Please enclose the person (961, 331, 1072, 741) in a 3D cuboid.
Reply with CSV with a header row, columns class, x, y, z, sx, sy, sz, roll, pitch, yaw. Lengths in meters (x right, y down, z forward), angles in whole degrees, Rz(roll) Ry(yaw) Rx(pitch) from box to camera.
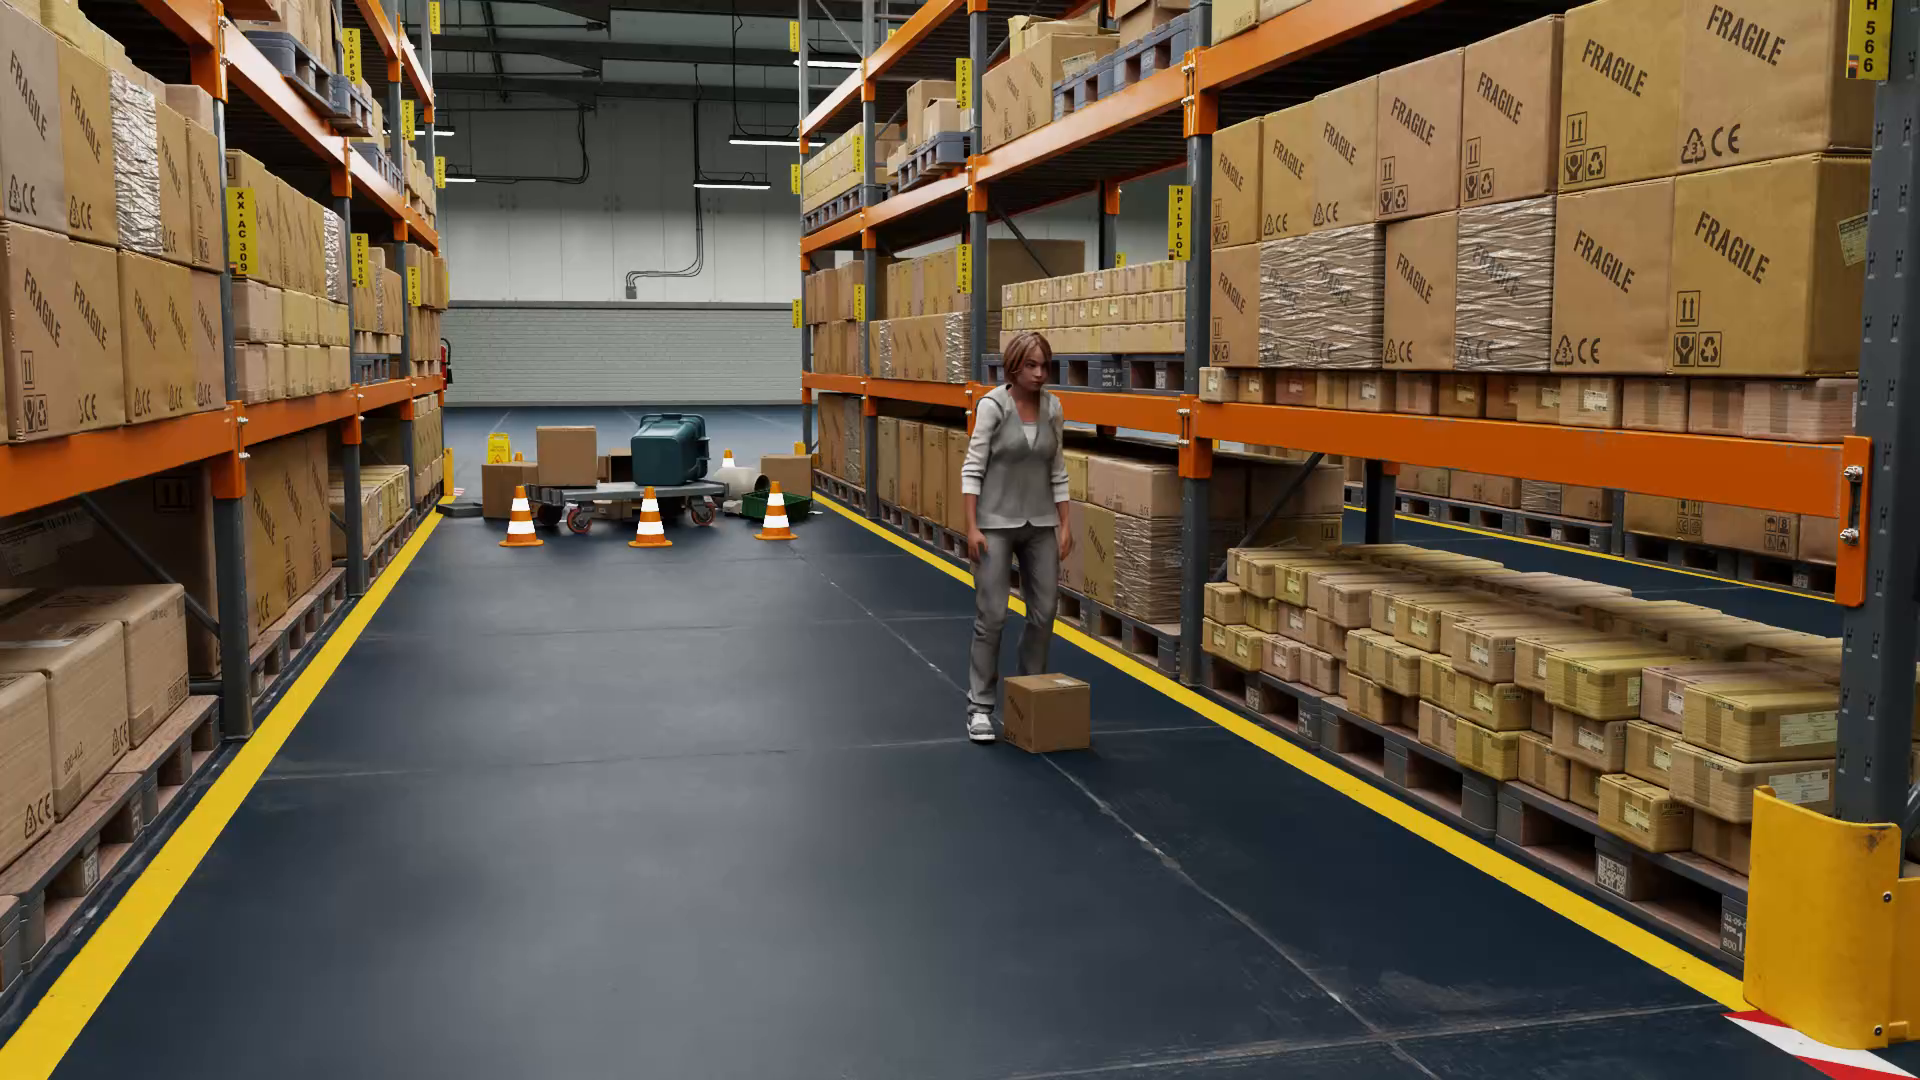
class,x,y,z,sx,sy,sz,roll,pitch,yaw
person,0.227,-0.016,6.572,0.468,1.581,0.349,-3,7,-23
